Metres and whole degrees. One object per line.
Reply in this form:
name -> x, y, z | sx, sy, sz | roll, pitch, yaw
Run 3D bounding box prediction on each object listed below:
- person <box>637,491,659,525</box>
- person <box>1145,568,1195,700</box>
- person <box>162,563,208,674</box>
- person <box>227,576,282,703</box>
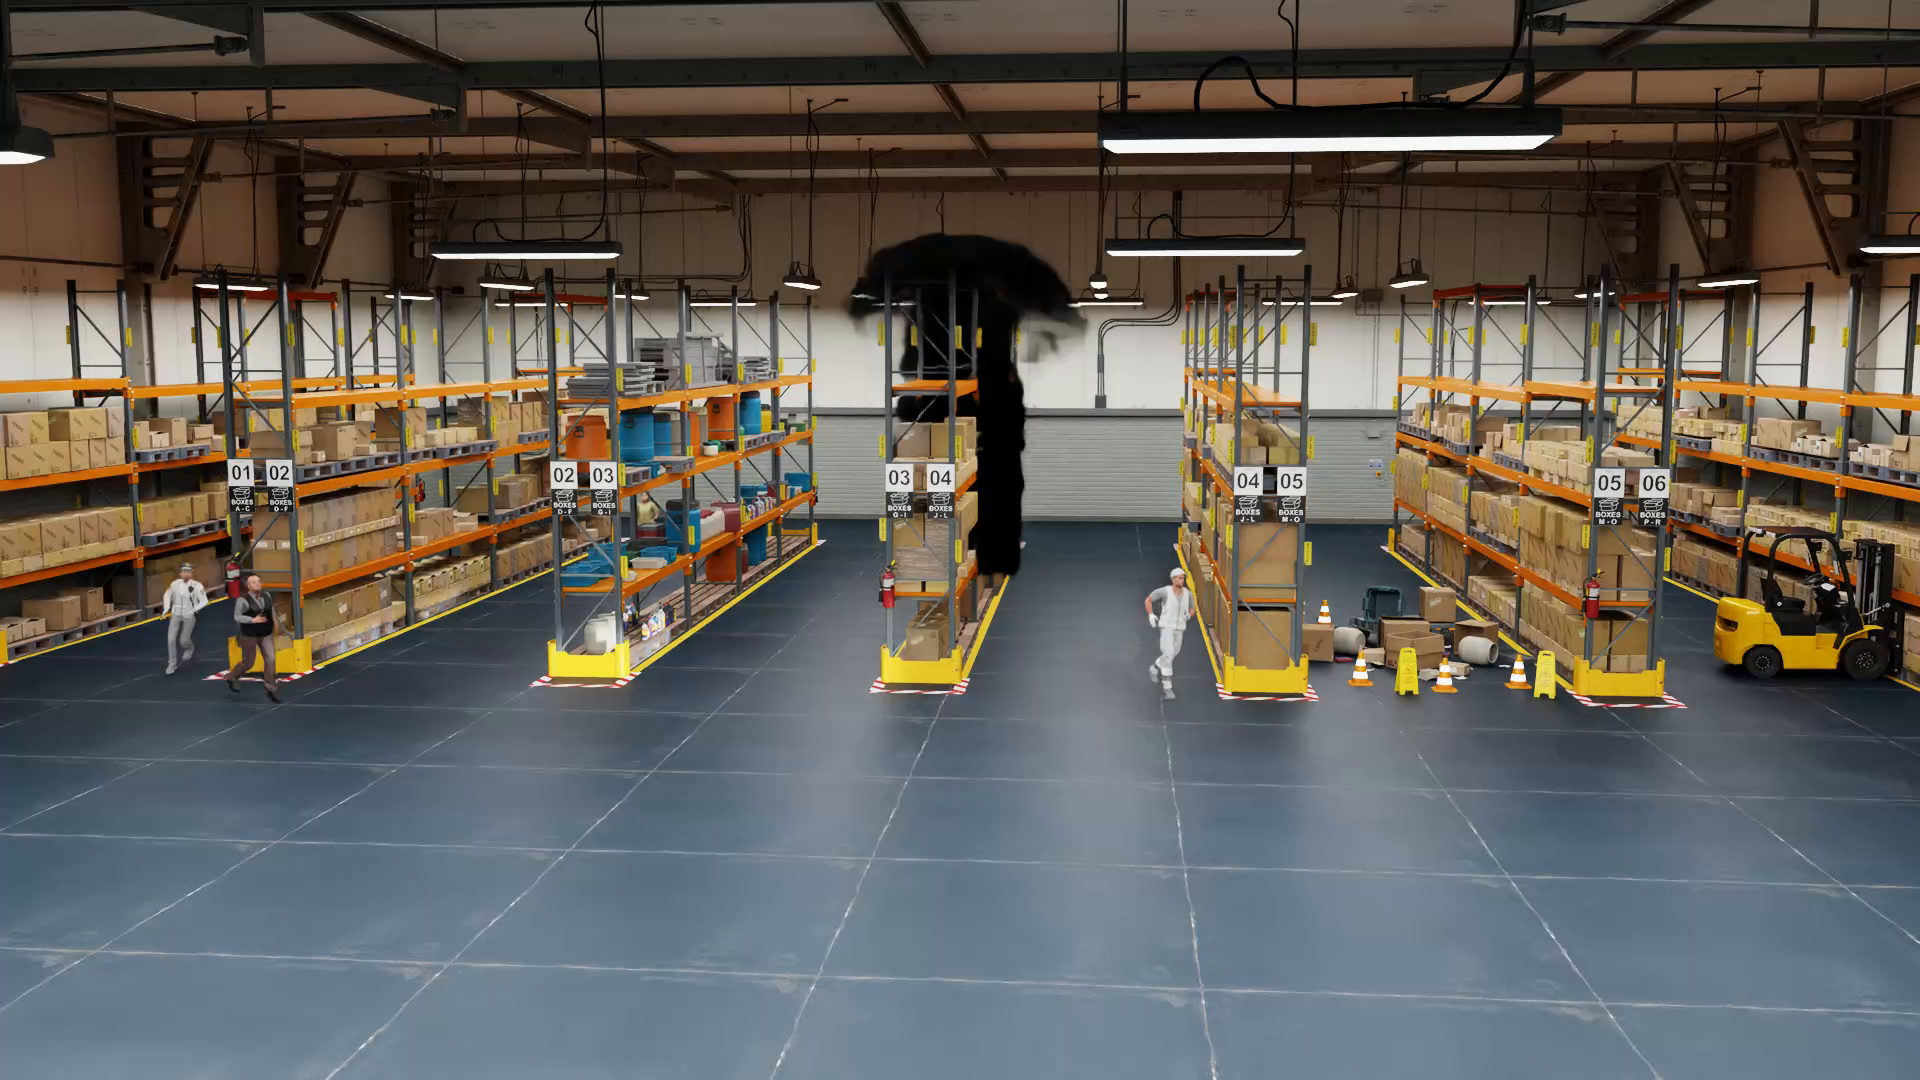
person -> -6.982, -0.288, 36.940 | 0.578, 1.619, 0.567 | 0, 7, -3
person -> 2.999, 1.286, 23.521 | 0.716, 1.787, 0.939 | -3, 7, -22
person -> -11.720, 1.153, 25.158 | 0.646, 1.660, 0.723 | -1, 7, -6
person -> -9.785, 1.354, 23.082 | 0.966, 1.747, 0.667 | 5, 9, 37
